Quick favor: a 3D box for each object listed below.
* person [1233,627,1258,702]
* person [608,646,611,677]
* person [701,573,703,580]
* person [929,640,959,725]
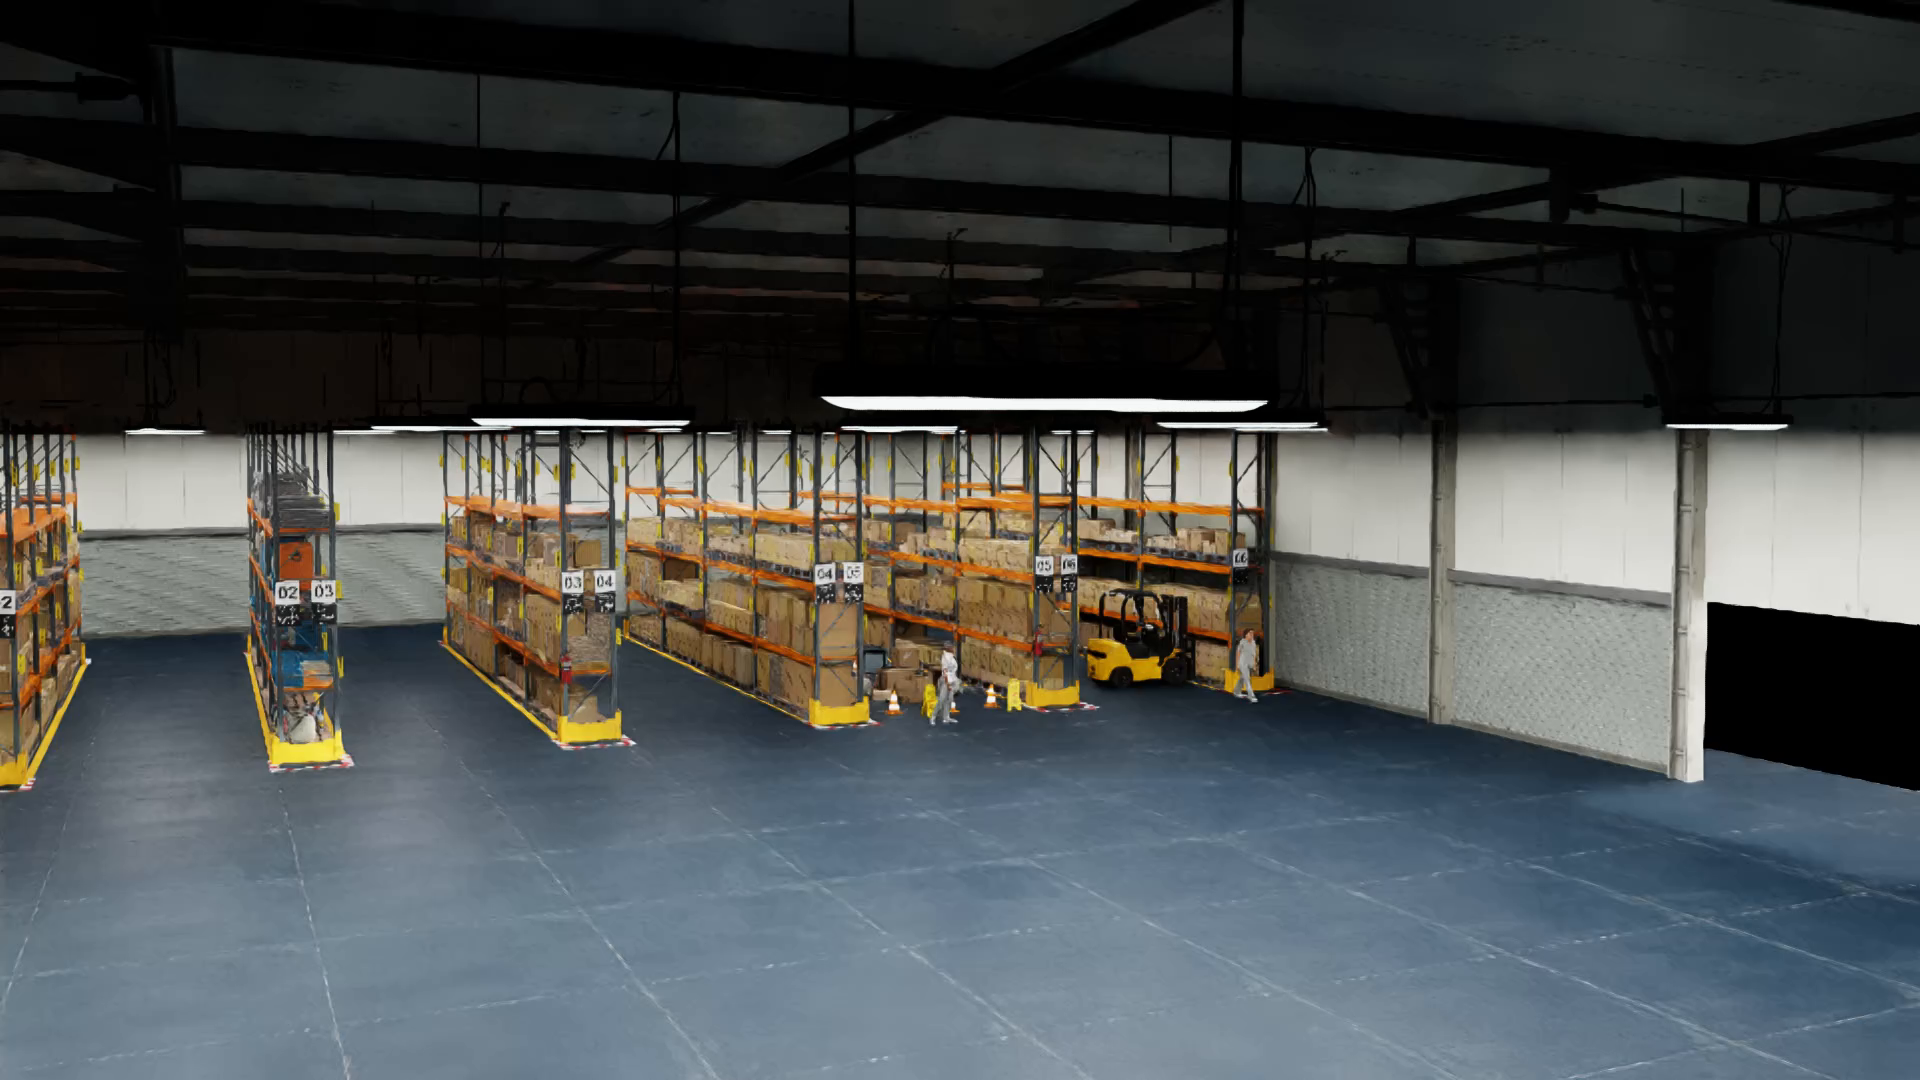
[{"bbox_3d":[6.212,2.667,35.888,0.445,1.591,1.110,-2,4,-27],"label":"person"},{"bbox_3d":[-8.554,2.409,39.571,0.546,1.644,1.106,-2,4,-27],"label":"person"},{"bbox_3d":[-7.412,1.822,47.895,0.518,1.787,0.652,-3,5,-43],"label":"person"},{"bbox_3d":[-0.334,2.832,33.046,0.489,1.667,0.676,1,4,19],"label":"person"}]
